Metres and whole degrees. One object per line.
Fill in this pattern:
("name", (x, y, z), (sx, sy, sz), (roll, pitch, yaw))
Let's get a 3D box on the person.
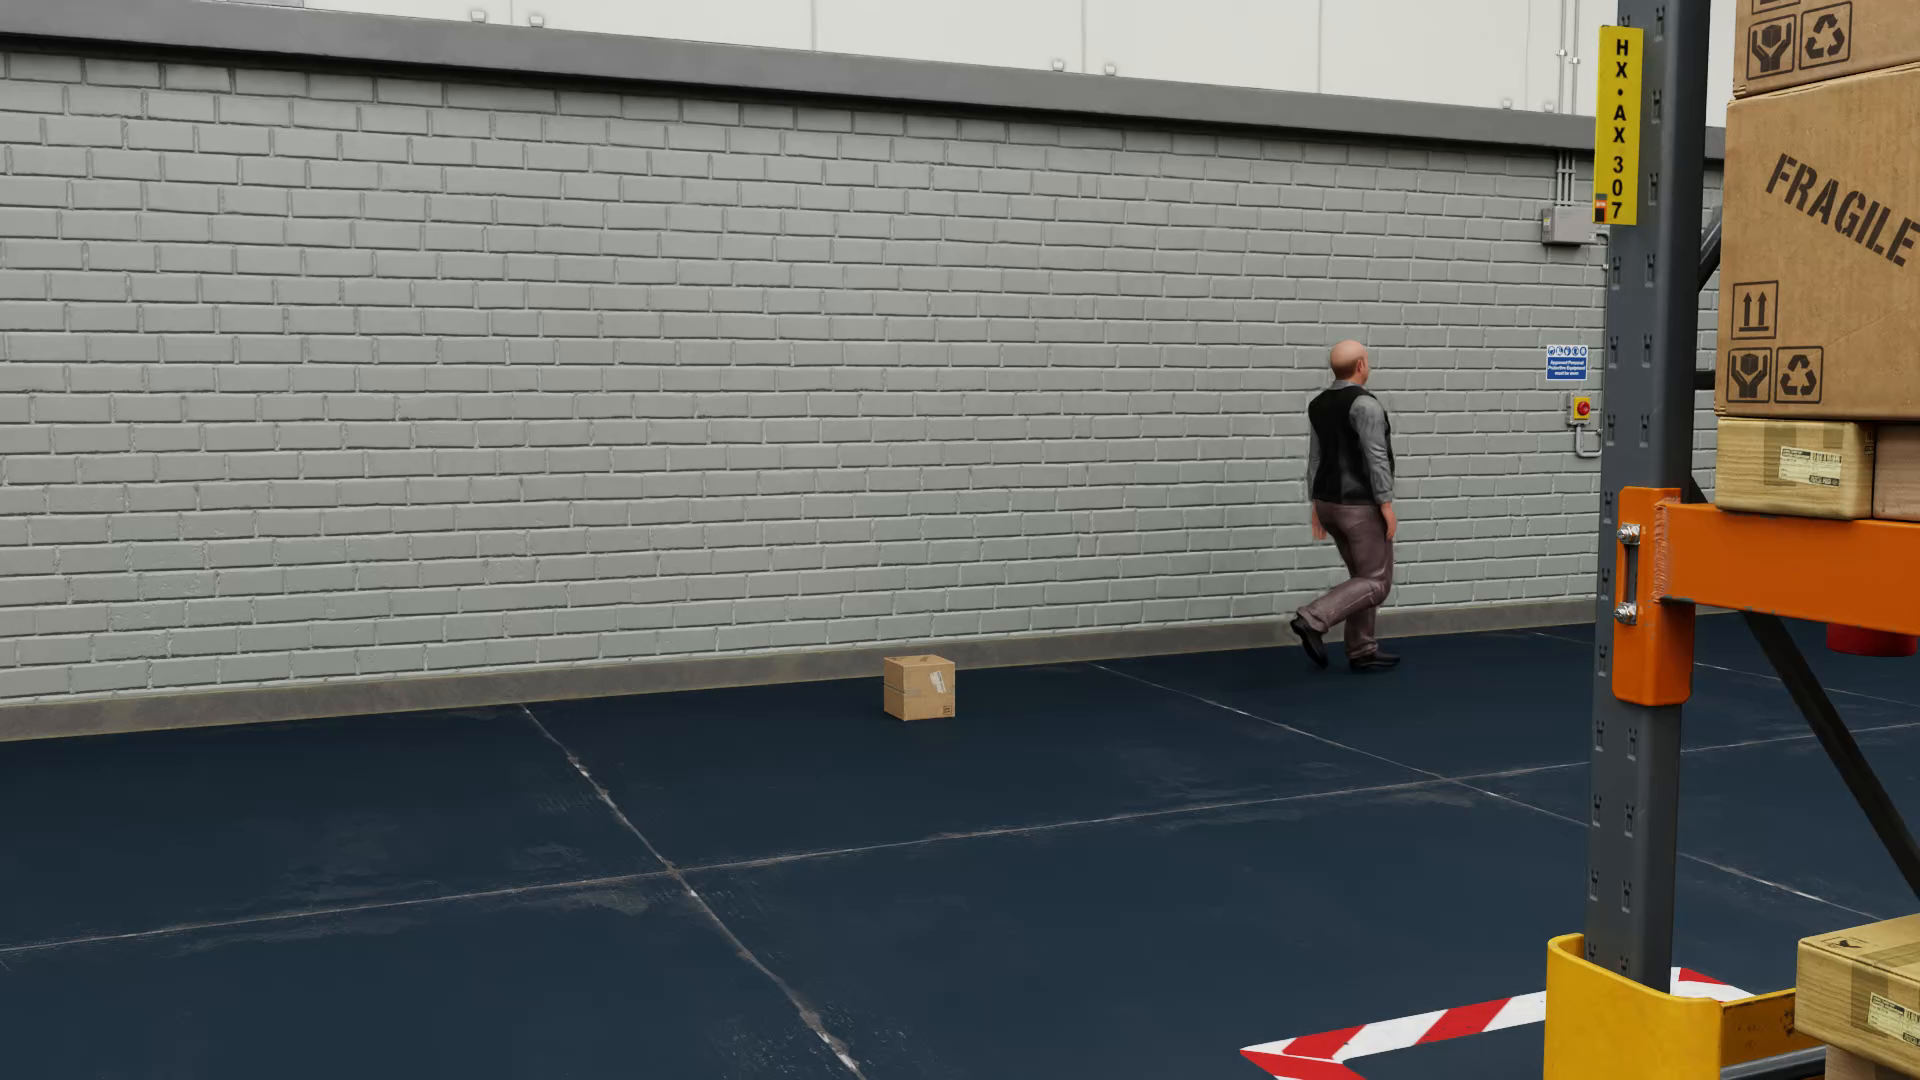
("person", (1.975, -0.166, 8.481), (0.766, 1.698, 0.535), (-2, 6, -21))
